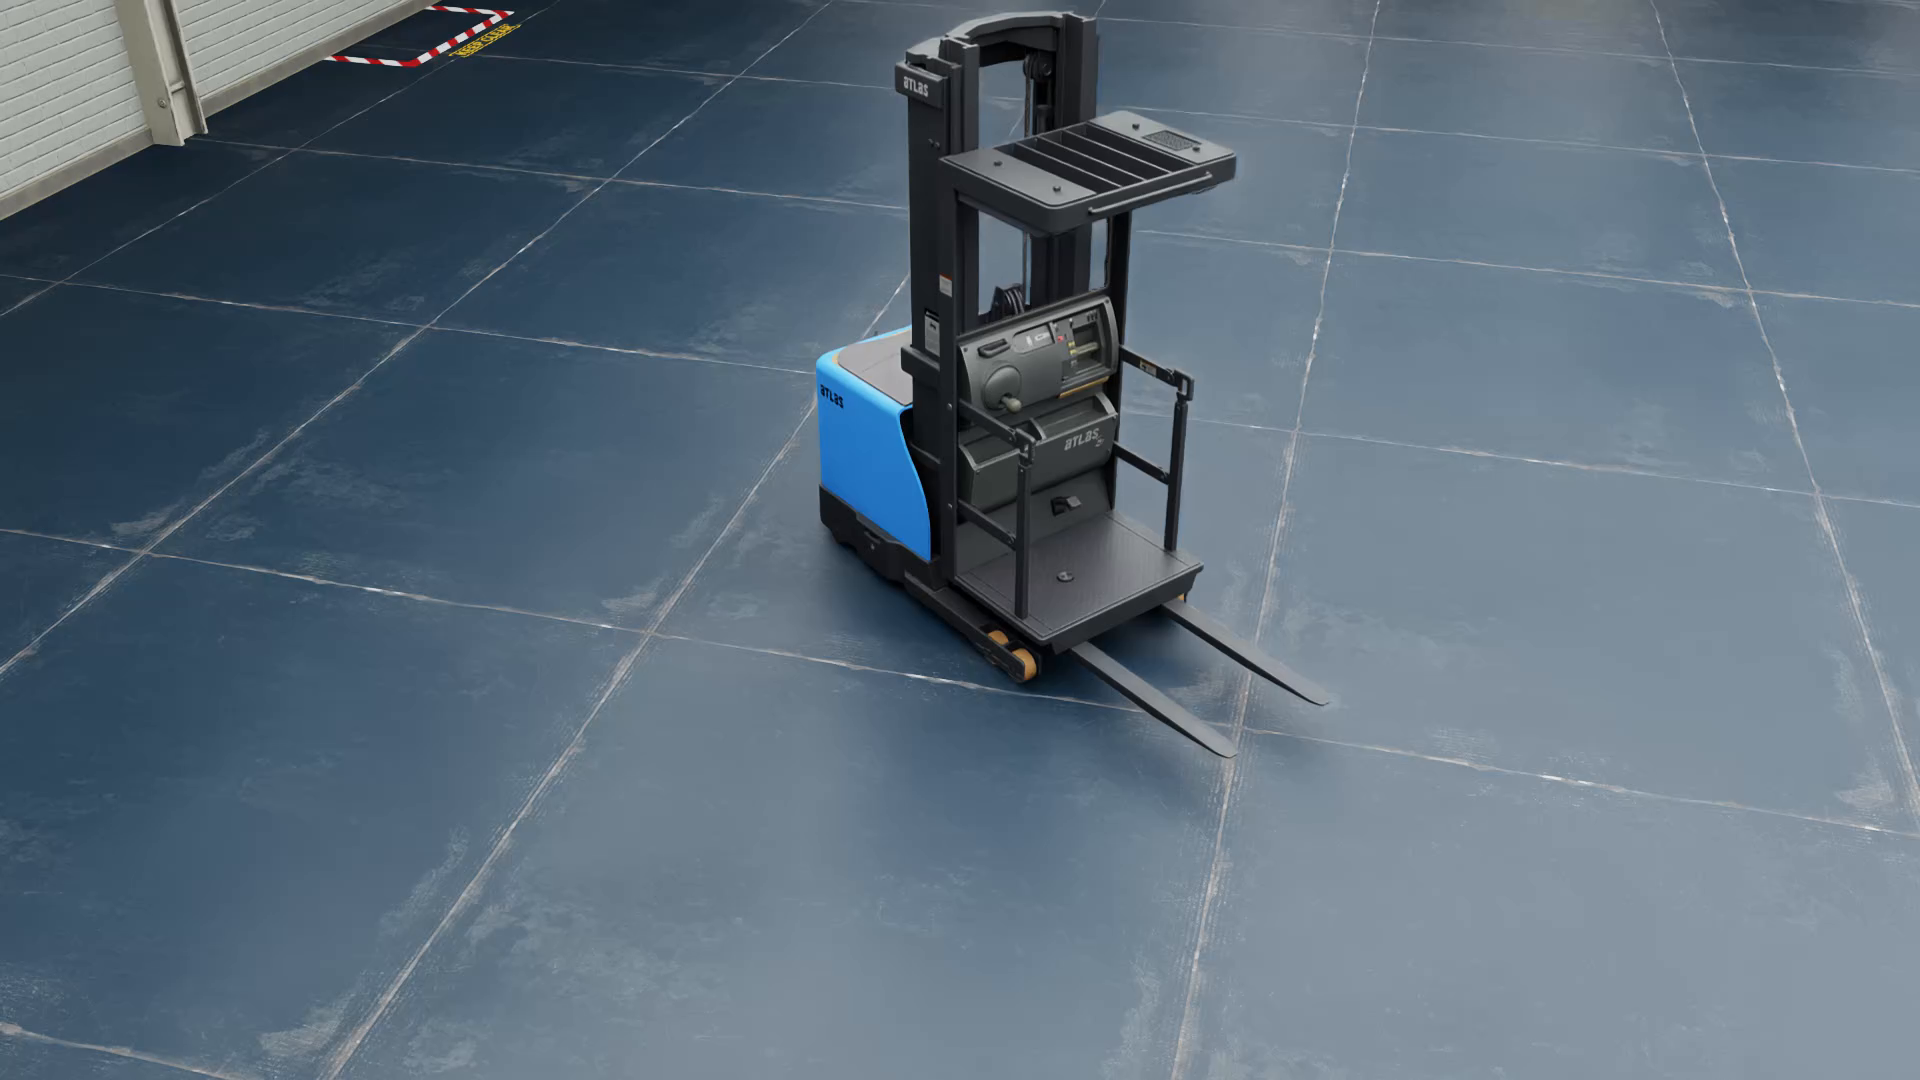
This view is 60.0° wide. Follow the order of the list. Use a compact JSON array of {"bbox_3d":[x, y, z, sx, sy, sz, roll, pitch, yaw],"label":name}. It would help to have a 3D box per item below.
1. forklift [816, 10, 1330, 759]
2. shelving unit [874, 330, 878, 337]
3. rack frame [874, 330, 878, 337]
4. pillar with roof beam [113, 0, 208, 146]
[{"bbox_3d":[0.520,-0.839,7.837,1.130,2.935,3.031,-23,39,-31],"label":"forklift"},{"bbox_3d":[-0.435,-0.731,9.562,0.258,0.900,0.210,18,37,26],"label":"shelving unit"},{"bbox_3d":[-0.382,-0.778,9.635,0.240,0.900,0.006,18,37,26],"label":"rack frame"},{"bbox_3d":[-2.841,-6.825,11.599,9.100,9.000,0.400,8,33,12],"label":"pillar with roof beam"}]
